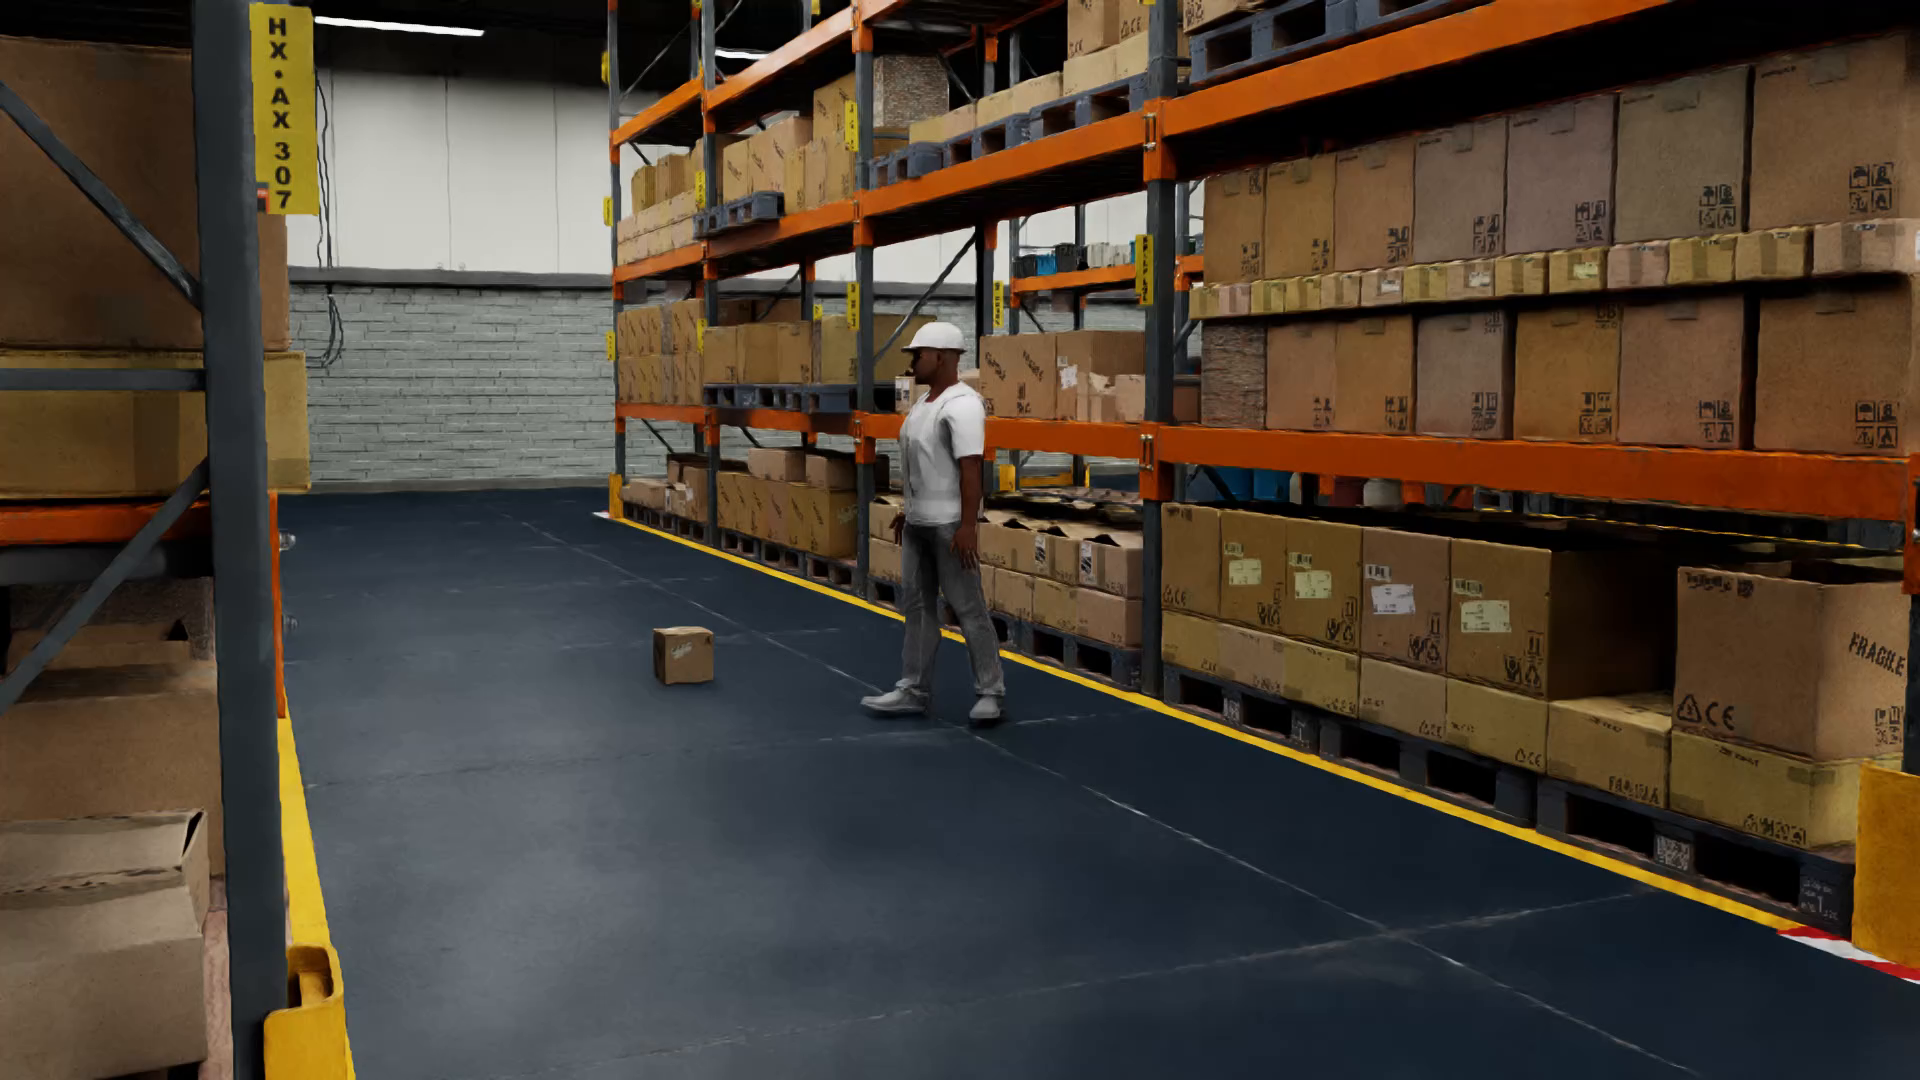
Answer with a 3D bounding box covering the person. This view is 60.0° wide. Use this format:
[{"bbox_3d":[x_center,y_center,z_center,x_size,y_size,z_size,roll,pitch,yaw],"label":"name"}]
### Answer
[{"bbox_3d":[-0.134,-0.088,7.462,0.587,1.768,0.747,-3,6,-26],"label":"person"}]
